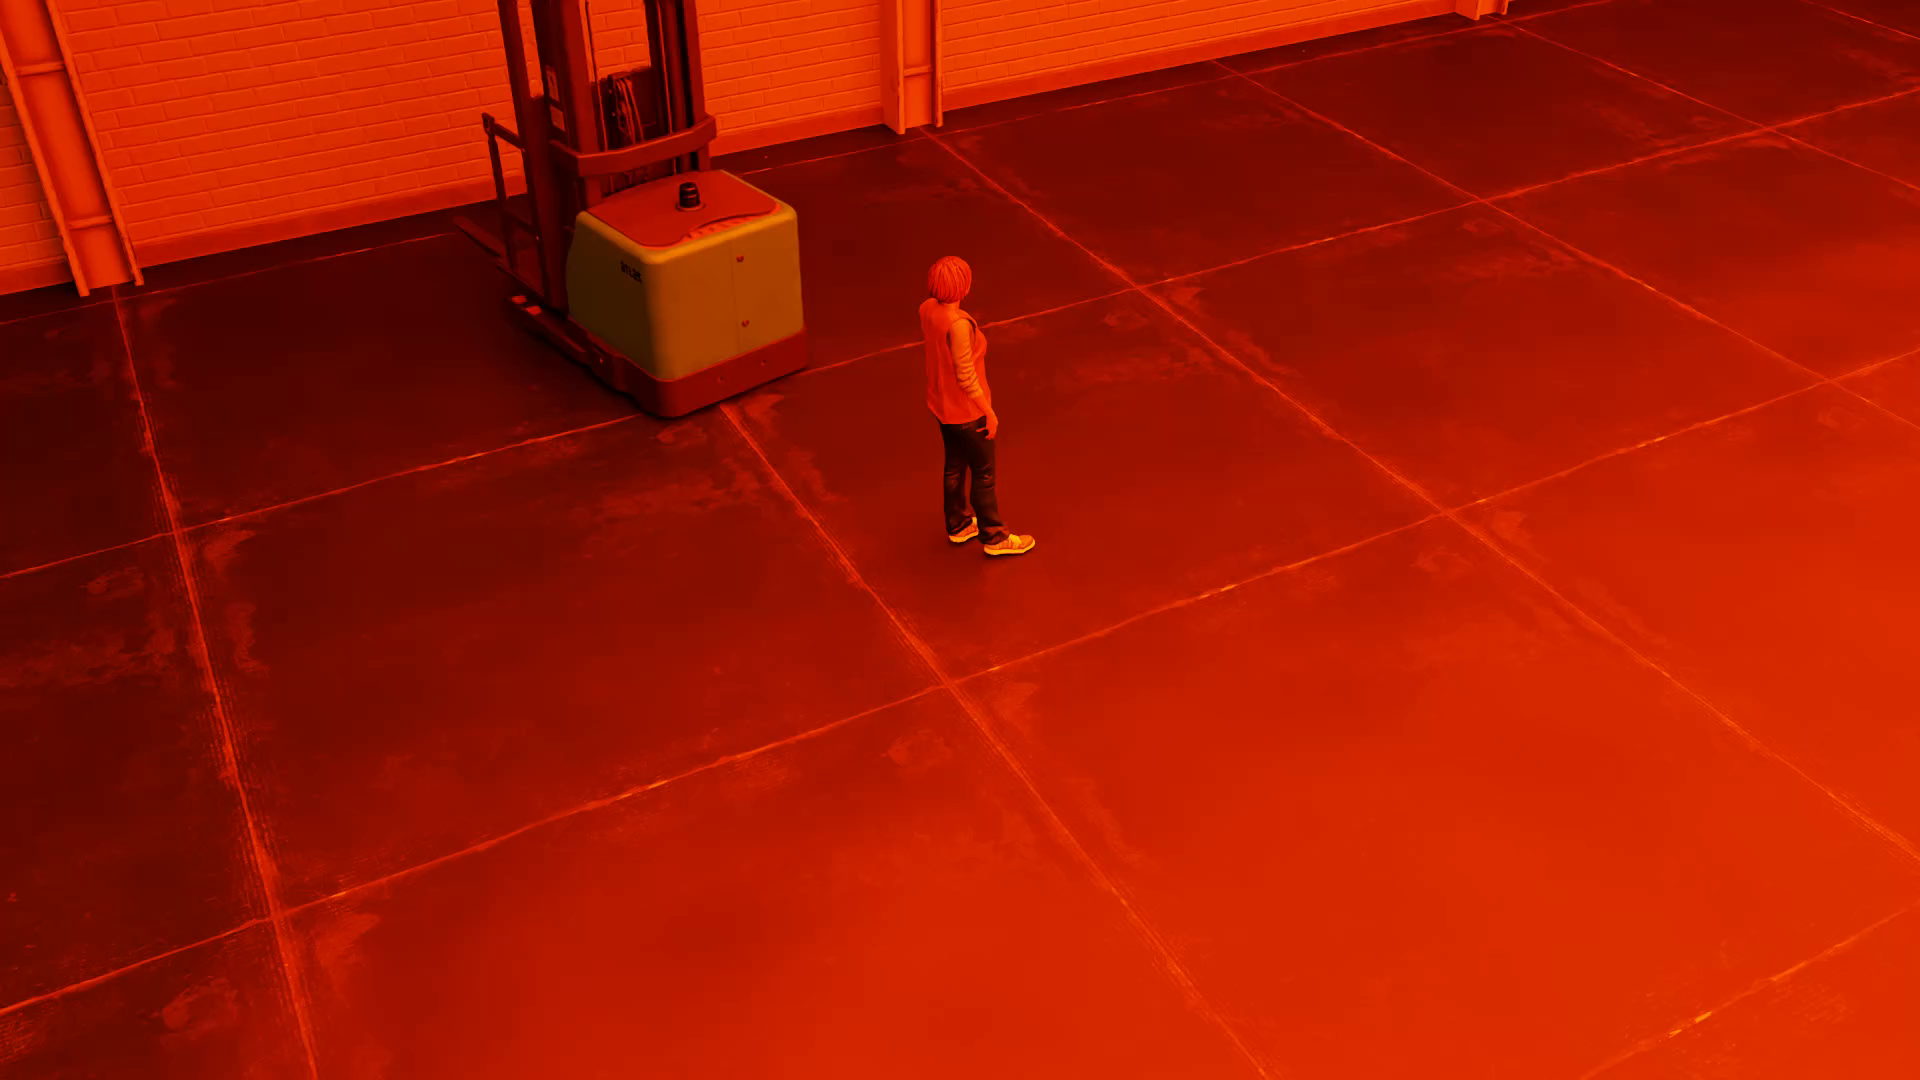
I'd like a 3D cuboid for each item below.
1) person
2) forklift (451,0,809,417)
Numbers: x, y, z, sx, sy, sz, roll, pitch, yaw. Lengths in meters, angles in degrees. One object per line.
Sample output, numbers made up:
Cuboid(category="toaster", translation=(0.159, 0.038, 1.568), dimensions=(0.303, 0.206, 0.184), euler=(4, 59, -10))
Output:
Cuboid(category="person", translation=(0.072, -0.671, 8.216), dimensions=(0.473, 1.599, 0.521), euler=(-17, 39, -23))
Cuboid(category="forklift", translation=(-2.254, -2.677, 9.910), dimensions=(1.130, 2.935, 3.031), euler=(-26, 43, -32))
